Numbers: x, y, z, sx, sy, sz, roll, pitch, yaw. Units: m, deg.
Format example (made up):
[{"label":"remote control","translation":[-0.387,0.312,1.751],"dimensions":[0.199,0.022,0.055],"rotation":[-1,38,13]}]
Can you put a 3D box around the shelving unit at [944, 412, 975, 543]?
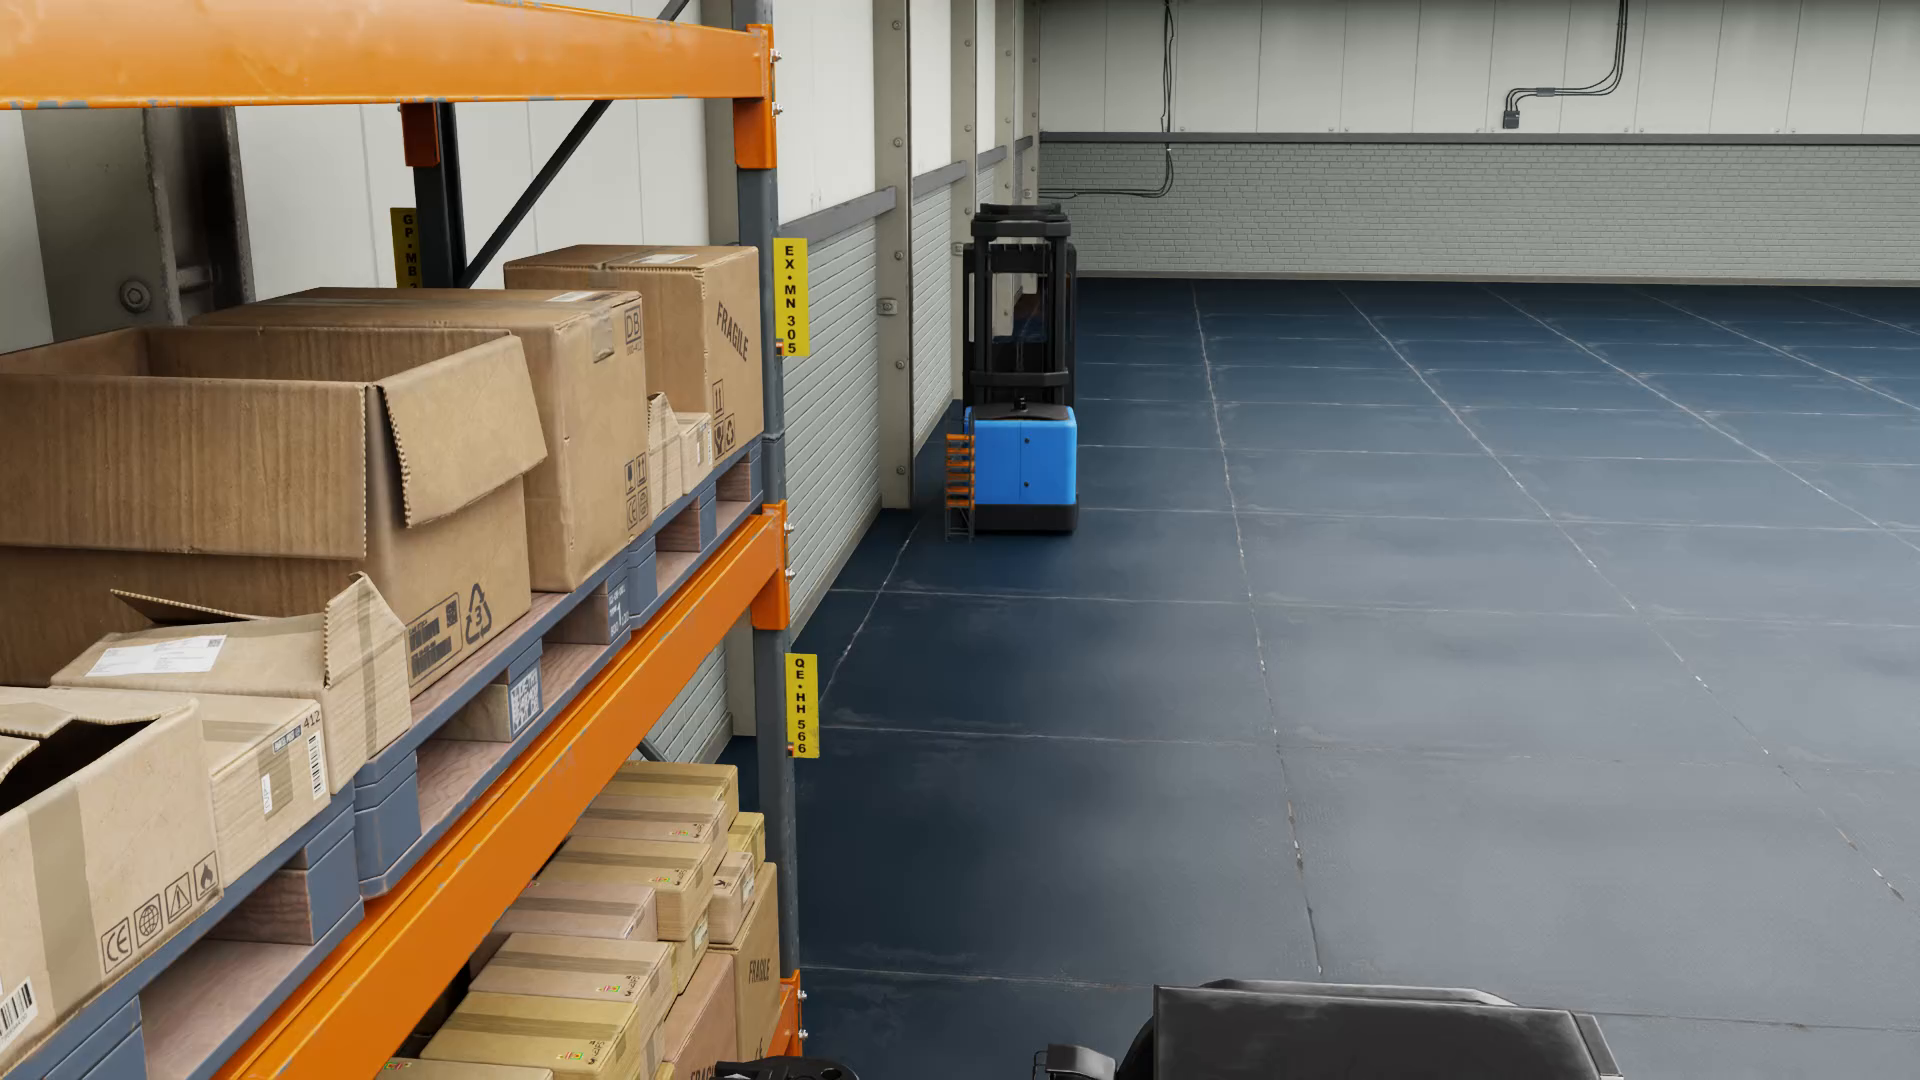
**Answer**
[{"label":"shelving unit","translation":[1.503,2.030,4.207],"dimensions":[6.899,1.801,21.589],"rotation":[3,15,9]}]

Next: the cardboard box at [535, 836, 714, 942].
[{"label":"cardboard box","translation":[-0.838,0.873,4.181],"dimensions":[0.380,0.149,0.250],"rotation":[2,15,8]}]

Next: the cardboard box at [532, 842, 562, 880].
[{"label":"cardboard box","translation":[-1.268,0.931,4.540],"dimensions":[0.380,0.149,0.250],"rotation":[2,15,6]}]

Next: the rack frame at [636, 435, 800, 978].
[{"label":"rack frame","translation":[-1.008,1.146,5.178],"dimensions":[1.000,3.000,0.127],"rotation":[2,15,6]}]

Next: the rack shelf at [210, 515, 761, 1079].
[{"label":"rack shelf","translation":[-1.233,0.435,2.927],"dimensions":[0.919,0.052,3.809],"rotation":[2,15,6]}]

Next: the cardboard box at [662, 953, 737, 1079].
[{"label":"cardboard box","translation":[-0.870,1.367,4.168],"dimensions":[0.500,0.500,0.500],"rotation":[2,15,8]}]

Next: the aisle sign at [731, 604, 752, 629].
[{"label":"aisle sign","translation":[-0.708,-0.118,4.870],"dimensions":[0.394,0.787,0.004],"rotation":[2,15,6]}]

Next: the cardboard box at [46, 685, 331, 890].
[{"label":"cardboard box","translation":[-1.020,0.299,2.049],"dimensions":[0.380,0.149,0.250],"rotation":[2,15,8]}]

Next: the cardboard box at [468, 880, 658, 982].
[{"label":"cardboard box","translation":[-0.940,0.936,3.951],"dimensions":[0.380,0.149,0.250],"rotation":[2,15,7]}]

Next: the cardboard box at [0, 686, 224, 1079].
[{"label":"cardboard box","translation":[-1.123,0.319,1.665],"dimensions":[0.500,0.311,0.500],"rotation":[2,15,7]}]

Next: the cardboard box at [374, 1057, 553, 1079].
[{"label":"cardboard box","translation":[-1.006,1.138,3.203],"dimensions":[0.380,0.149,0.250],"rotation":[2,15,7]}]

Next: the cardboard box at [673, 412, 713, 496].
[{"label":"cardboard box","translation":[-0.799,-0.208,3.924],"dimensions":[0.380,0.149,0.250],"rotation":[1,15,5]}]

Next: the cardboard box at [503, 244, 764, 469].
[{"label":"cardboard box","translation":[-0.815,-0.479,4.255],"dimensions":[0.500,0.500,0.500],"rotation":[2,15,8]}]

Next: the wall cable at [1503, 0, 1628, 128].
[{"label":"wall cable","translation":[12.481,-11.460,33.789],"dimensions":[2.305,6.003,0.169],"rotation":[2,15,6]}]

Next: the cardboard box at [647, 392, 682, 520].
[{"label":"cardboard box","translation":[-0.828,-0.199,3.665],"dimensions":[0.396,0.266,0.258],"rotation":[2,15,6]}]

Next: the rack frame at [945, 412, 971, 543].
[{"label":"rack frame","translation":[-0.018,-0.556,14.919],"dimensions":[0.240,1.200,0.006],"rotation":[3,15,9]}]

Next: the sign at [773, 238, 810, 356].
[{"label":"sign","translation":[-0.470,-0.672,4.609],"dimensions":[0.100,0.325,0.005],"rotation":[2,15,6]}]

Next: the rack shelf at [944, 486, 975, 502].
[{"label":"rack shelf","translation":[-0.003,-0.421,15.049],"dimensions":[0.258,0.103,0.180],"rotation":[3,15,9]}]

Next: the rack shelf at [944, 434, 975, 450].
[{"label":"rack shelf","translation":[-0.003,-0.884,14.924],"dimensions":[0.258,0.103,0.180],"rotation":[3,15,9]}]

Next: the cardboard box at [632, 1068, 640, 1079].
[{"label":"cardboard box","translation":[-0.889,1.216,3.484],"dimensions":[0.380,0.149,0.250],"rotation":[2,15,7]}]

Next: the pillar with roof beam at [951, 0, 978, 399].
[{"label":"pillar with roof beam","translation":[4.327,-6.138,20.621],"dimensions":[9.100,9.000,0.400],"rotation":[2,15,6]}]
